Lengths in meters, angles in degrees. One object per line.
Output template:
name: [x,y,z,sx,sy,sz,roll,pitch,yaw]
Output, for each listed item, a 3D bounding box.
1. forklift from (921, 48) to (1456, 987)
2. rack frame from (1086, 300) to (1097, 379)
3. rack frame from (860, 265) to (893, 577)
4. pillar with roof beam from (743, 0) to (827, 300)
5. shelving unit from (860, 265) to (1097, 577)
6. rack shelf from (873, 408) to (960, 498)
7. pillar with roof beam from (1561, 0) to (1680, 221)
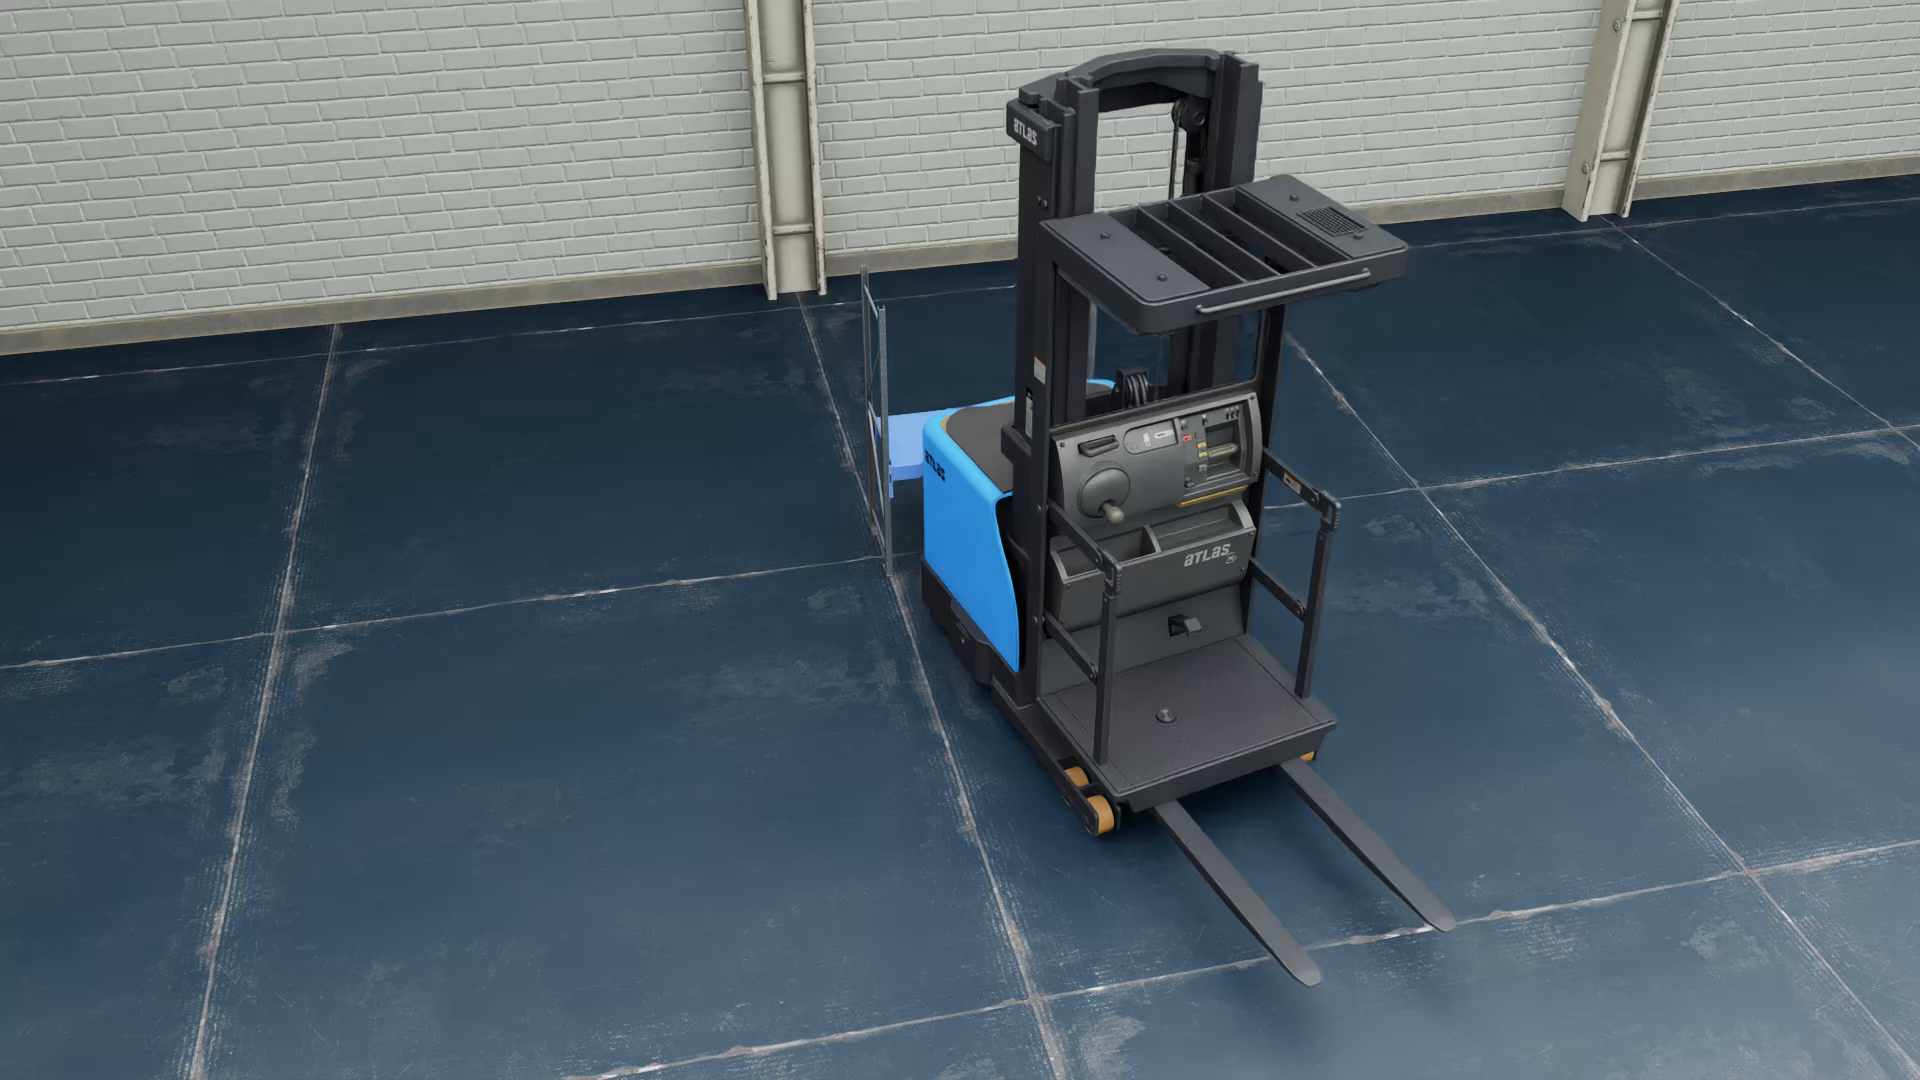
forklift: [0.900,-0.270,6.523,1.130,2.935,3.031,-15,37,-21]
rack frame: [0.579,-0.696,8.441,0.032,1.500,0.500,-7,35,-11]
rack frame: [-0.413,-0.571,8.255,0.032,1.500,0.500,-7,35,-11]
pillar with roof beam: [-0.174,-3.114,5.314,0.400,9.000,9.100,-7,35,-11]
shelving unit: [0.083,-0.633,8.348,1.048,1.500,0.538,-7,35,-11]
rack shelf: [0.083,-0.484,8.448,1.000,0.185,0.538,-7,35,-11]
pillar with roof beam: [5.678,-3.851,6.413,0.400,9.000,9.100,-7,35,-11]
